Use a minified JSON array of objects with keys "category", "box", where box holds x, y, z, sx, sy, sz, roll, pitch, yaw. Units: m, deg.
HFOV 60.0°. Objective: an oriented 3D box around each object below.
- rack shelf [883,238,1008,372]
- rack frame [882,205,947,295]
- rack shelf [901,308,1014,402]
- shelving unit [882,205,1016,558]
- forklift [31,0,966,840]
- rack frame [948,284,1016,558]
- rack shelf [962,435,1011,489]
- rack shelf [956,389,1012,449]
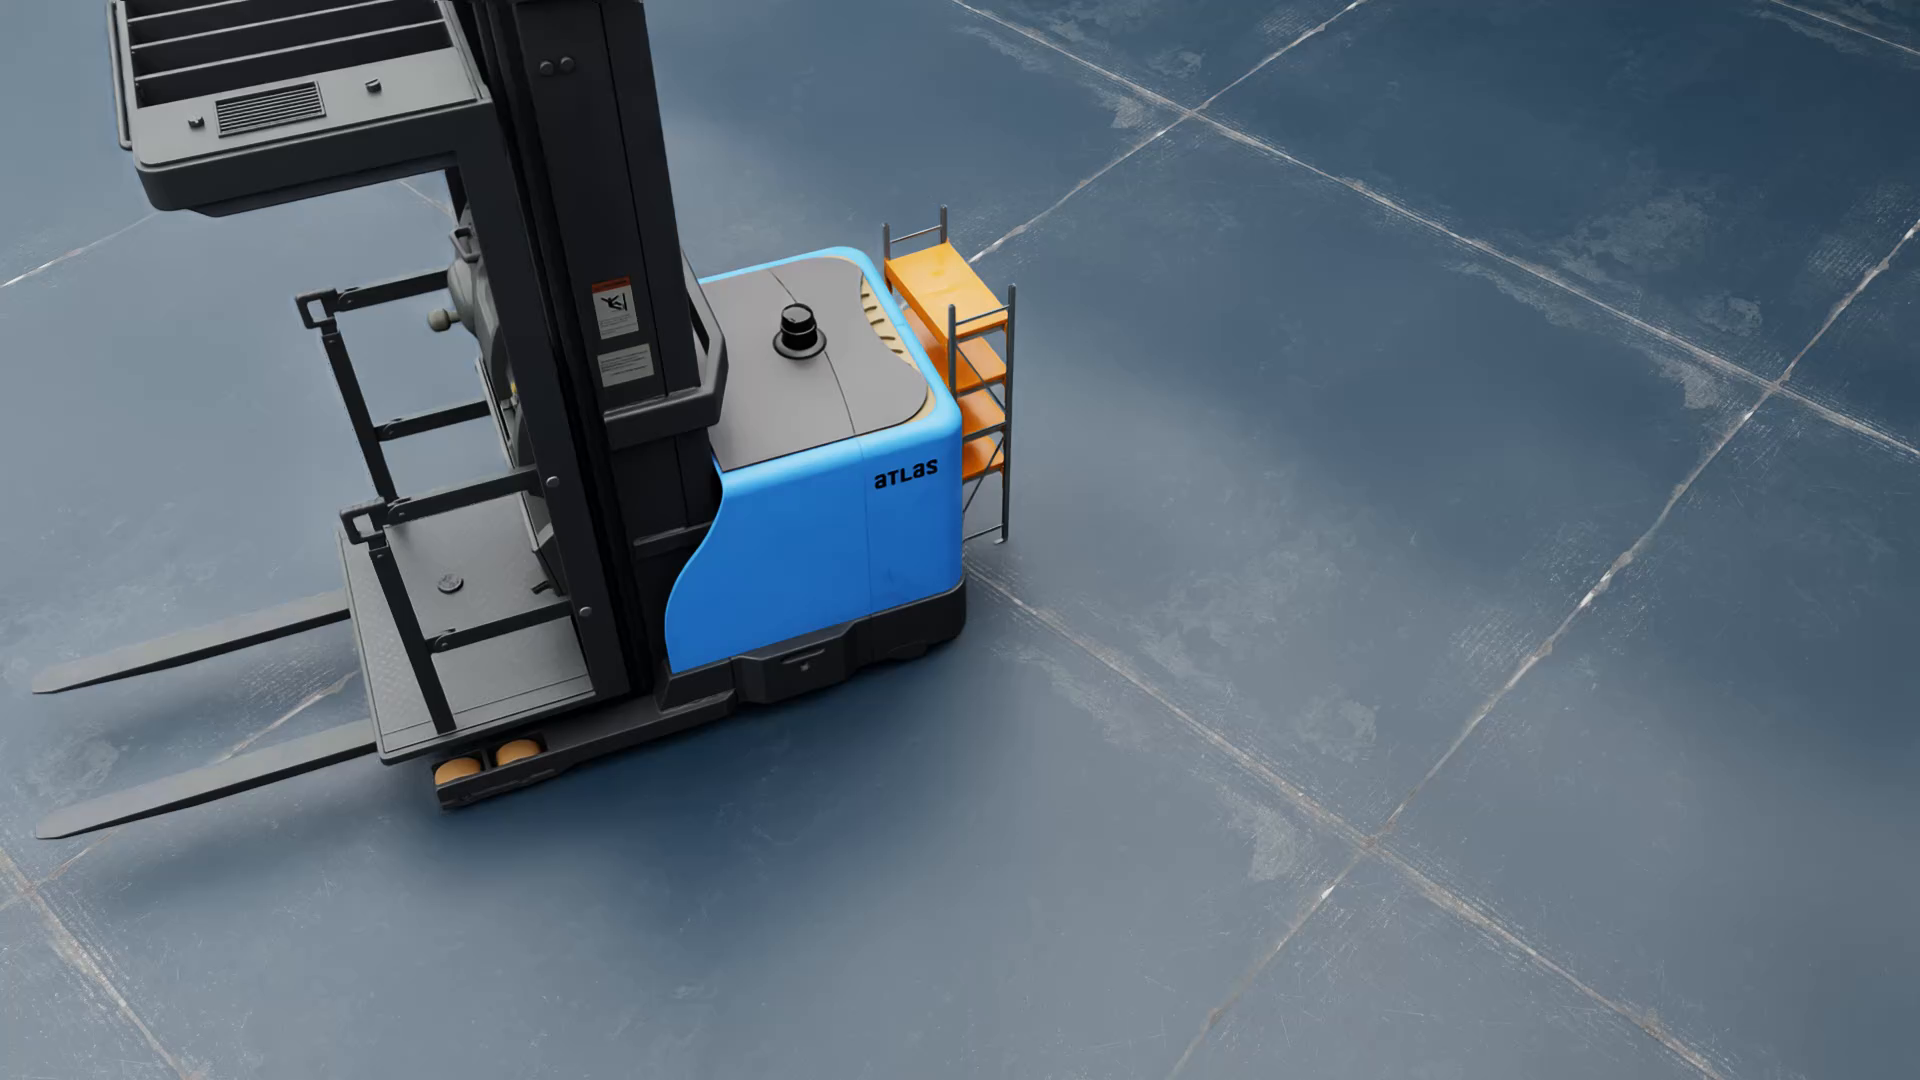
[{"category":"rack shelf","box":[-0.041,-0.802,5.641,0.258,0.148,0.480,-21,50,-18]},{"category":"rack frame","box":[-0.153,-0.691,6.076,0.240,1.200,0.015,-21,50,-18]},{"category":"rack shelf","box":[-0.041,-0.640,5.813,0.258,0.148,0.480,-21,50,-18]},{"category":"shelving unit","box":[-0.041,-0.533,5.927,0.258,1.200,0.503,-21,50,-18]},{"category":"forklift","box":[-1.548,-0.575,4.779,3.031,2.935,1.130,-16,49,-15]},{"category":"rack frame","box":[0.072,-0.375,5.779,0.240,1.200,0.015,-21,50,-18]},{"category":"rack shelf","box":[-0.041,-0.351,6.121,0.258,0.148,0.480,-21,50,-18]},{"category":"rack shelf","box":[-0.041,-0.487,5.977,0.258,0.148,0.480,-21,50,-18]}]
